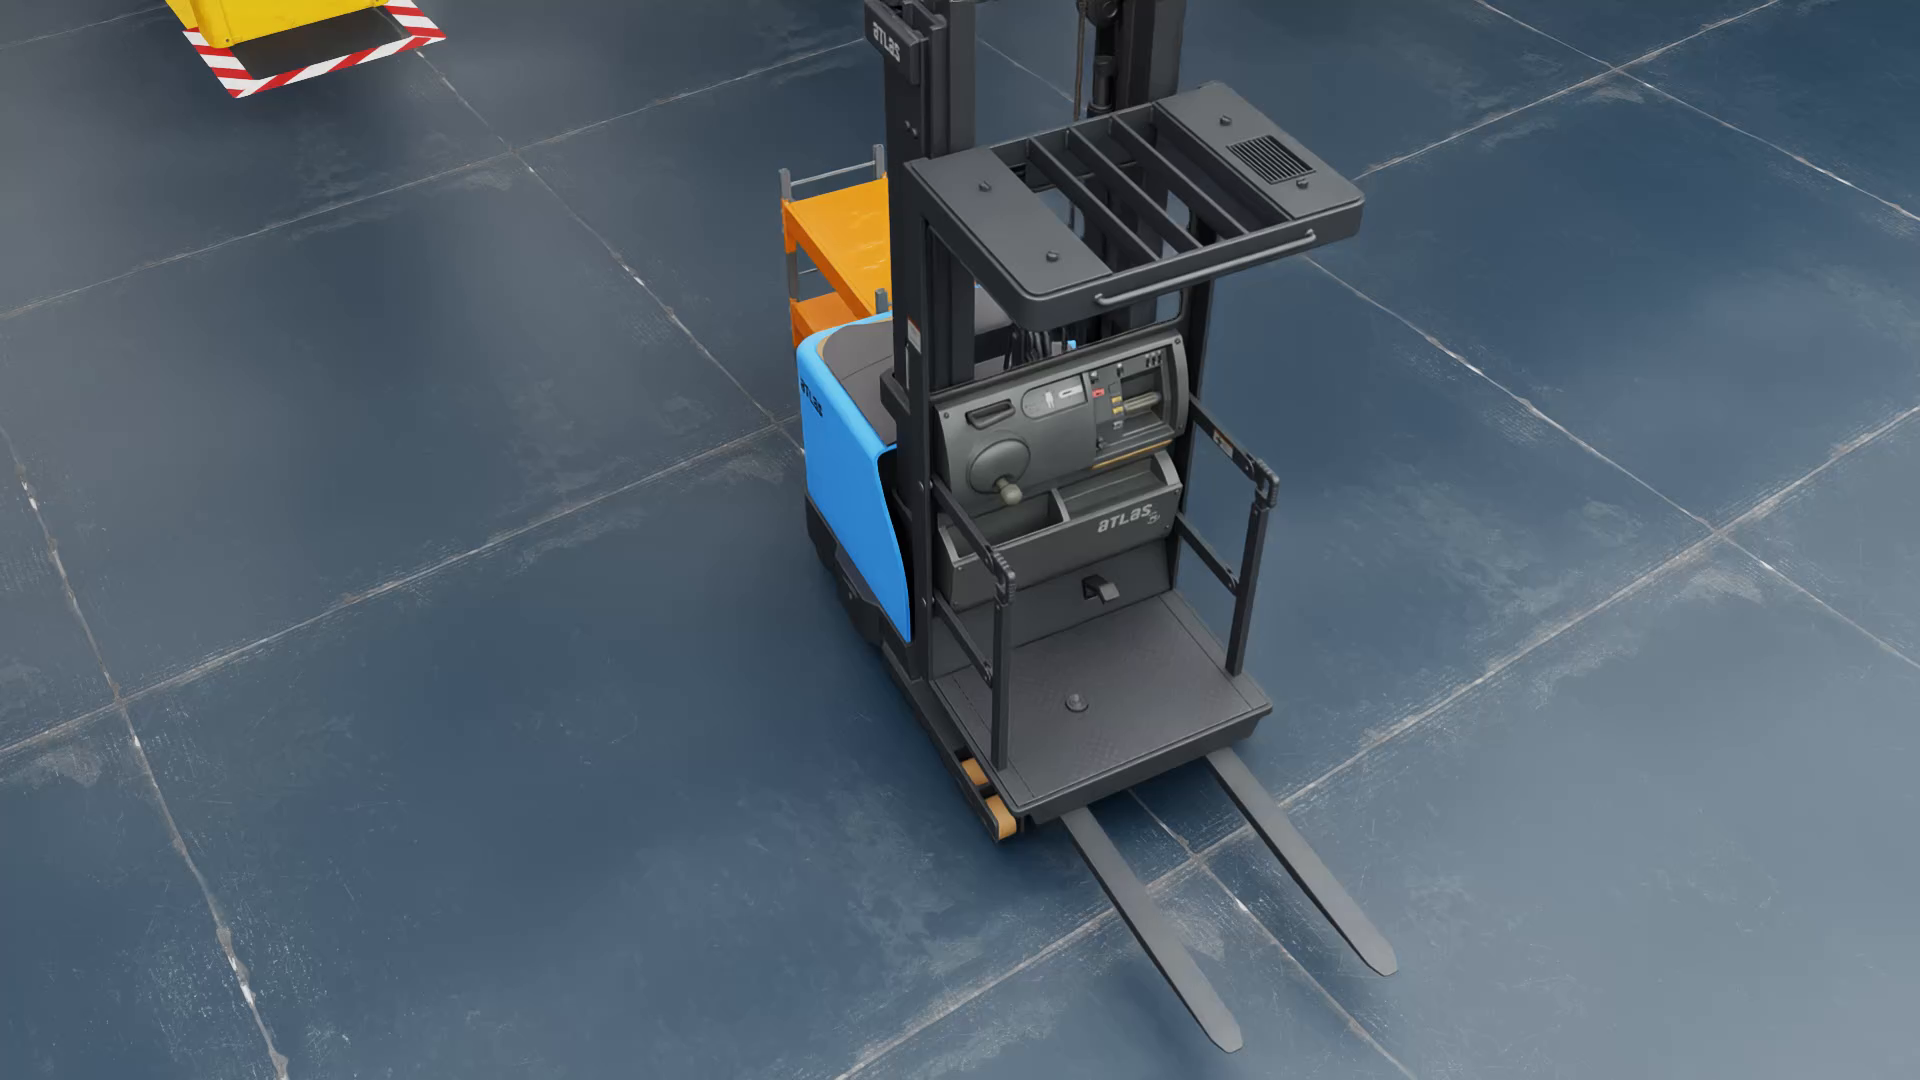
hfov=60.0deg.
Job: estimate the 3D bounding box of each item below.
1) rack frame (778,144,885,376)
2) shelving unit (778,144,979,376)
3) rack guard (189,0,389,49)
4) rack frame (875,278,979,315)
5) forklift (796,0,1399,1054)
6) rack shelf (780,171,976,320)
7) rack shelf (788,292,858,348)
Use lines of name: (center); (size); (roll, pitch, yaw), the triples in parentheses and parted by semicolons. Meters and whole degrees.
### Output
rack frame: (-0.571, -1.290, 7.778); (0.500, 1.125, 0.032); (-19, 47, -19)
shelving unit: (-0.341, -0.977, 7.450); (0.538, 1.125, 1.048); (-19, 47, -19)
rack guard: (-4.316, -3.590, 10.640); (1.175, 0.500, 0.348); (-26, 49, -24)
rack frame: (-0.111, -0.664, 7.122); (0.500, 1.125, 0.032); (-19, 47, -19)
forklift: (0.457, -0.320, 5.454); (1.130, 2.935, 3.031); (-19, 47, -19)
rack shelf: (-0.341, -1.189, 7.248); (0.538, 0.278, 1.000); (-19, 47, -19)
rack shelf: (-0.341, -0.800, 7.619); (0.538, 0.278, 1.000); (-19, 47, -19)
